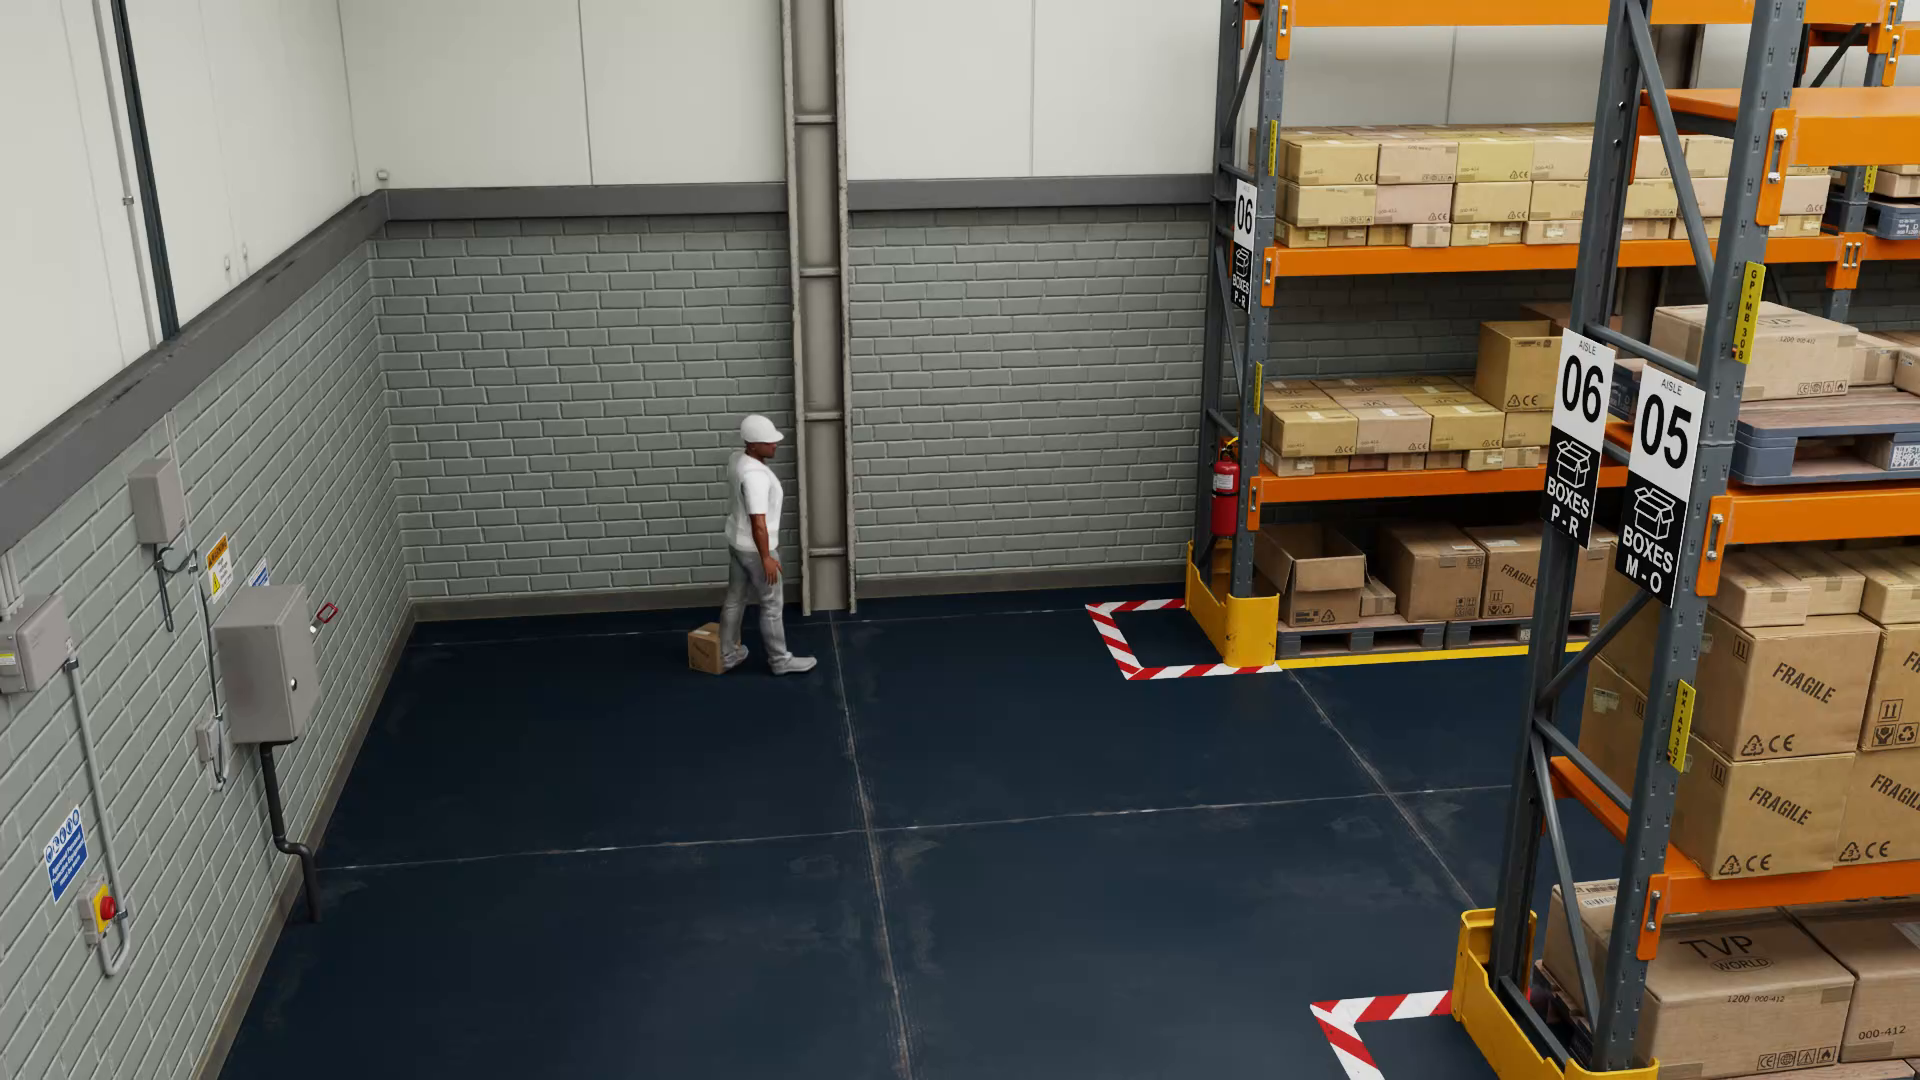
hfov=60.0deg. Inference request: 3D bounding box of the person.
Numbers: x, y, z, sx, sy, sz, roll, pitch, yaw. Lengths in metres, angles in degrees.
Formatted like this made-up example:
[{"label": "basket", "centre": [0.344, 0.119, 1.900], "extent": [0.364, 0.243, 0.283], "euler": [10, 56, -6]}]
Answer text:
[{"label": "person", "centre": [-1.297, 0.034, 10.899], "extent": [0.609, 1.766, 0.636], "euler": [-9, 22, -24]}]
